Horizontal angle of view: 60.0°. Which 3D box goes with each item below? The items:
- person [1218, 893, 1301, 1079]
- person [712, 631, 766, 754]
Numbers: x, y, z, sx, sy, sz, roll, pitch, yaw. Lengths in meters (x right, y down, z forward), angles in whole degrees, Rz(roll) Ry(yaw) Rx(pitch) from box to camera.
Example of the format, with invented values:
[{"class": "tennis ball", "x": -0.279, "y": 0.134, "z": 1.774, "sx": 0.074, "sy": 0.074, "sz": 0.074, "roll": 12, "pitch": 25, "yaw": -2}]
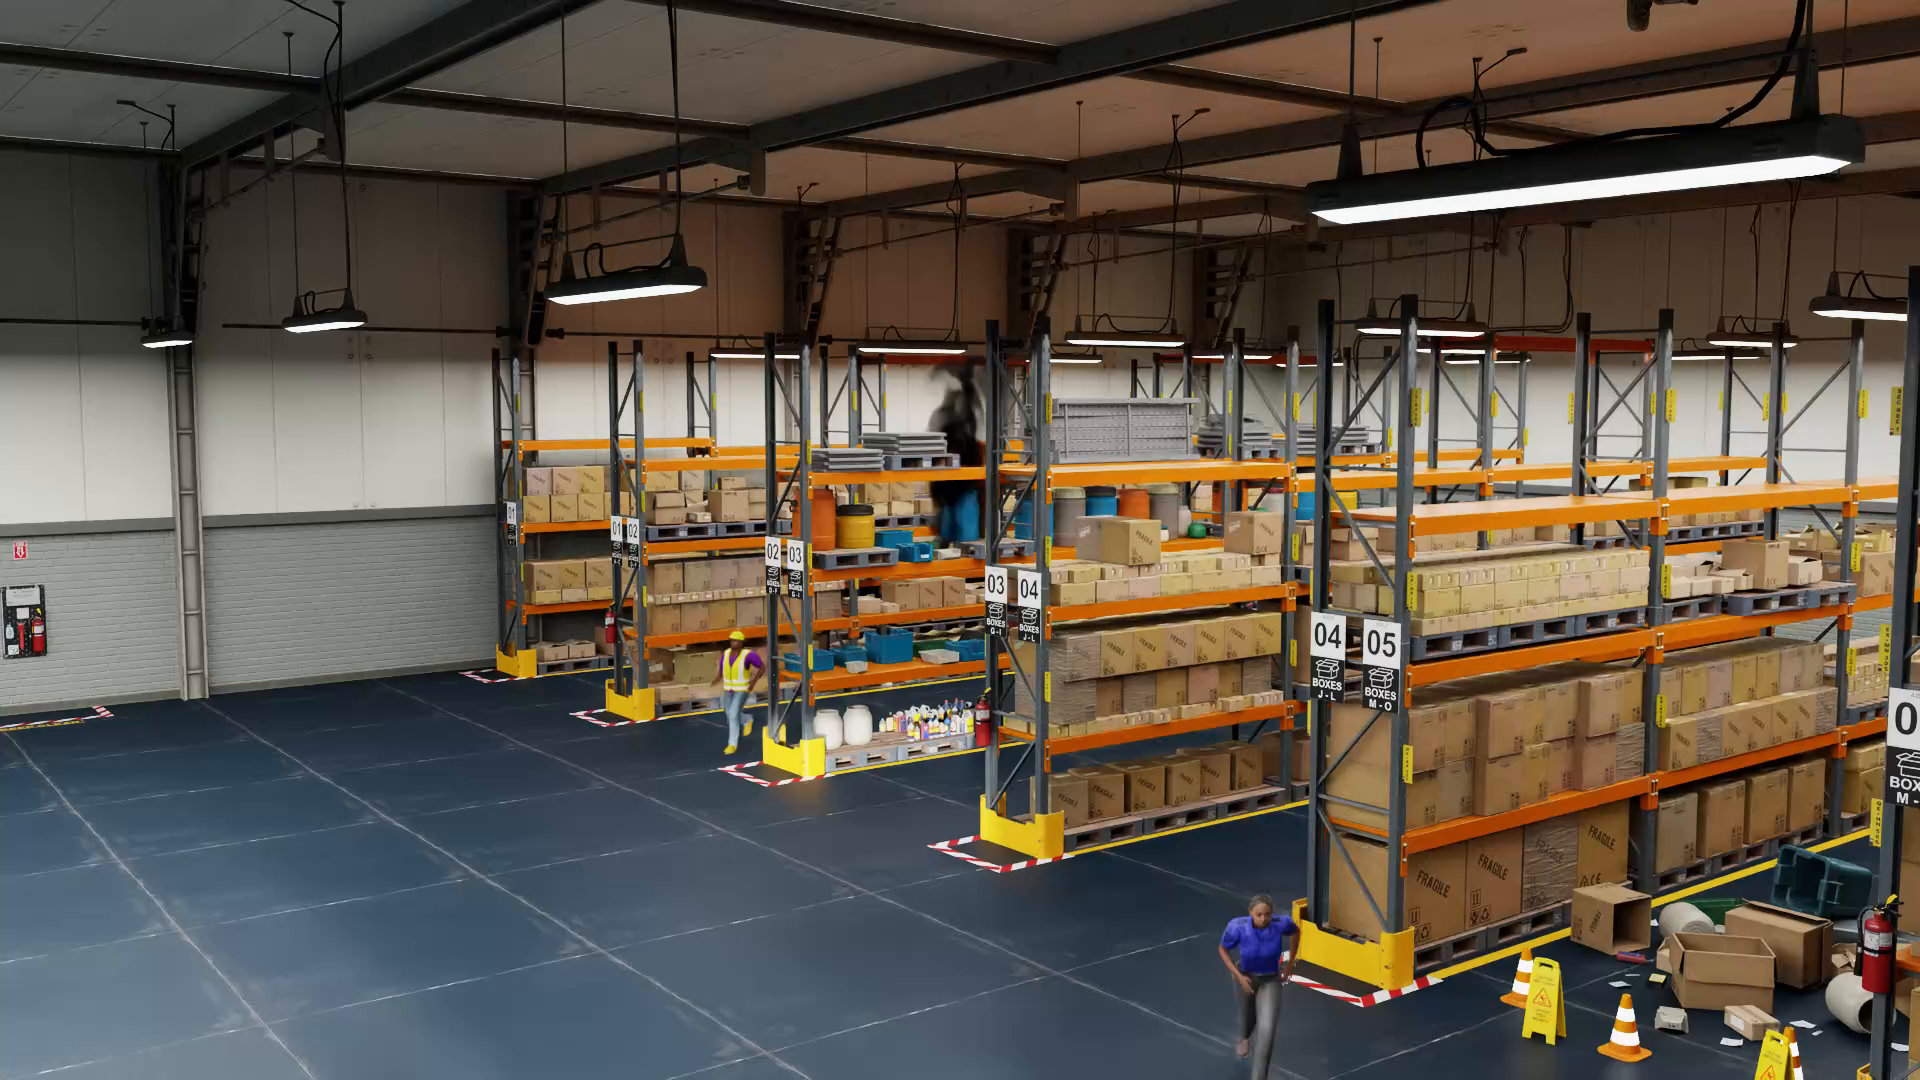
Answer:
[{"class": "person", "x": 2.211, "y": 3.314, "z": 12.400, "sx": 0.610, "sy": 1.614, "sz": 0.975, "roll": 0, "pitch": 5, "yaw": 1}, {"class": "person", "x": -3.204, "y": 2.191, "z": 24.202, "sx": 0.708, "sy": 1.763, "sz": 0.825, "roll": 3, "pitch": 6, "yaw": 27}]
